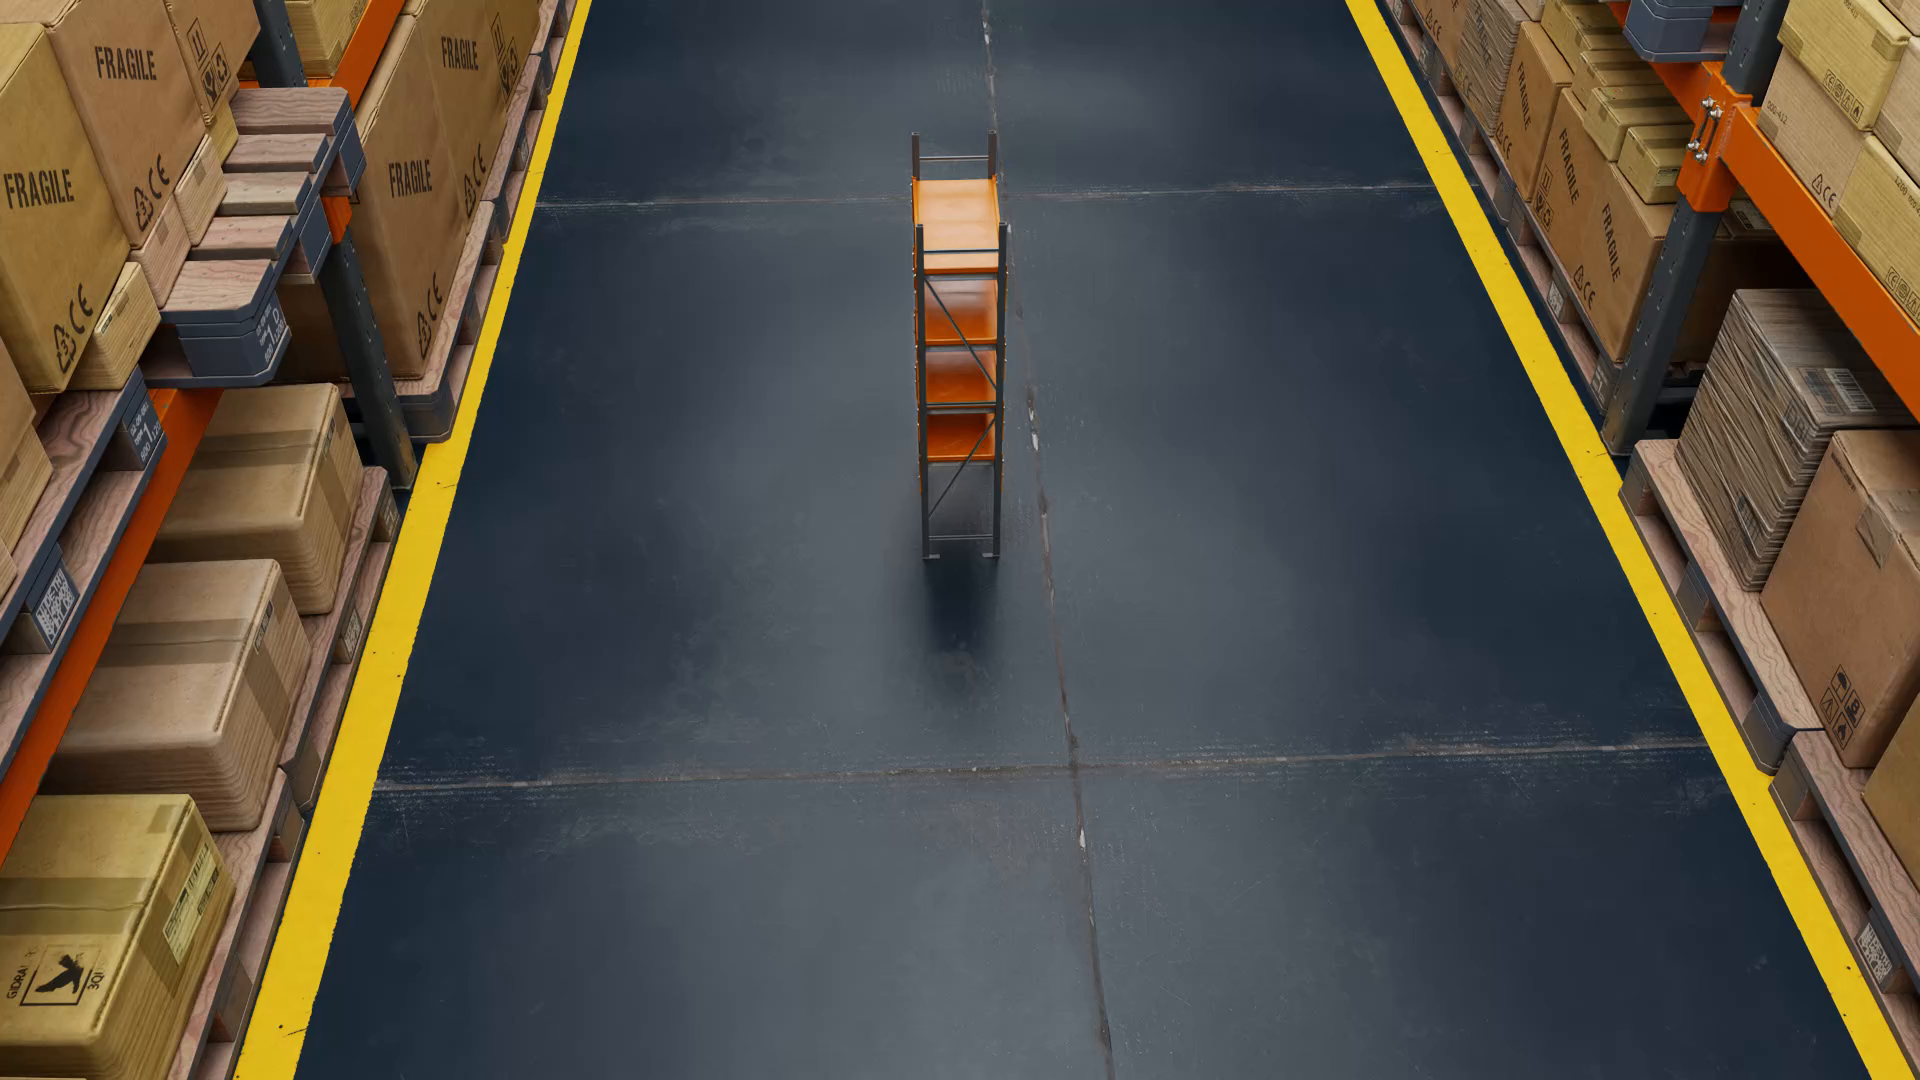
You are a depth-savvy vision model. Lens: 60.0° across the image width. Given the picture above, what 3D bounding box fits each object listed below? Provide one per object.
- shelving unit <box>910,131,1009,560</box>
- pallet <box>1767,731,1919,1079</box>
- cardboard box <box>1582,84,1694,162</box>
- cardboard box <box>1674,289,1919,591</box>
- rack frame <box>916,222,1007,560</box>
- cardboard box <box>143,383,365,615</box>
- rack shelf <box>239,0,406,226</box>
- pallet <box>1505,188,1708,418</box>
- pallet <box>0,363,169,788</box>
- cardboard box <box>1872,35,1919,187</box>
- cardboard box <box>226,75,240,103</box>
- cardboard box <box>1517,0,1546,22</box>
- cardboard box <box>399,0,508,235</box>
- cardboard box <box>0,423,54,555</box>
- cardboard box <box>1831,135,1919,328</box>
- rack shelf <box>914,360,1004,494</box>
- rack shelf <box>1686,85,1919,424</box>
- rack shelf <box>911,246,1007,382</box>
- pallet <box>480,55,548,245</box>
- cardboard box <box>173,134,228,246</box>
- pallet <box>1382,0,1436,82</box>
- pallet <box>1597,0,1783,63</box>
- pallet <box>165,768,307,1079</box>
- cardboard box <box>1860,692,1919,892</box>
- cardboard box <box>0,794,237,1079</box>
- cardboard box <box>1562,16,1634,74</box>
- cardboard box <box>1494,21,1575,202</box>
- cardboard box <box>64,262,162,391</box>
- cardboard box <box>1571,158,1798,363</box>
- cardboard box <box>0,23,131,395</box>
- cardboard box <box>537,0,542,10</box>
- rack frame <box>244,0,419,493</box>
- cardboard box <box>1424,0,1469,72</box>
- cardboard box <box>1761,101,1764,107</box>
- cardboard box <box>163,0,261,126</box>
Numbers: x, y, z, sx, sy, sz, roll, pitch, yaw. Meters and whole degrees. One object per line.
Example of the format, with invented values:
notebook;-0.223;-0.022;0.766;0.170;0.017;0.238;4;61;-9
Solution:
shelving unit;-0.007;-0.554;4.967;0.258;1.200;0.503;-2;43;-2
pallet;2.713;0.972;4.033;1.003;0.211;1.213;-2;43;-2
cardboard box;2.352;-1.416;5.635;0.380;0.149;0.250;-4;43;-4
cardboard box;2.681;-0.292;4.796;0.875;0.625;0.625;0;43;0
rack frame;0.003;-0.389;4.787;0.240;1.200;0.015;-2;43;-2
cardboard box;-2.277;-0.094;4.766;0.950;0.372;0.625;-4;43;-5
rack shelf;-2.376;-2.375;6.153;1.077;0.370;4.000;-2;43;-2
pallet;2.674;-0.912;6.088;1.003;0.211;1.213;-2;43;-2
pallet;-2.166;0.116;3.045;1.003;0.211;1.213;-2;43;-2
cardboard box;2.463;-0.919;3.774;0.500;0.250;0.500;0;43;0
cardboard box;-2.042;-1.137;4.146;0.380;0.149;0.250;0;43;0
cardboard box;2.366;-2.129;6.412;0.380;0.149;0.250;-4;43;-4
cardboard box;-2.271;-1.732;6.181;0.875;0.875;0.875;-1;43;-1
cardboard box;-1.897;-0.093;3.007;0.380;0.149;0.250;-3;43;-3
cardboard box;2.459;-0.733;3.941;0.500;0.250;0.500;-2;43;-3
rack shelf;-0.007;-0.358;5.146;0.258;0.148;0.480;-2;43;-2
rack shelf;2.753;0.181;3.365;1.077;0.370;4.000;-2;43;-2
rack shelf;-0.007;-0.669;4.861;0.258;0.148;0.480;-2;43;-2
pallet;-2.298;-1.618;6.859;1.003;0.211;1.213;-2;43;-2
cardboard box;-1.903;-0.789;3.767;0.380;0.149;0.250;-2;43;-2
pallet;2.571;-2.559;7.885;1.003;0.211;1.213;-2;43;-2
pallet;2.569;-1.819;5.157;1.213;0.211;1.003;-2;43;-2
pallet;-2.210;1.088;3.907;1.003;0.211;1.213;-2;43;-2
cardboard box;2.745;0.603;3.819;0.875;0.625;0.625;-3;43;-4
cardboard box;-2.211;0.916;3.665;0.950;0.372;0.625;0;43;0
cardboard box;2.419;-1.775;6.026;0.380;0.149;0.250;0;43;-1
cardboard box;2.400;-1.639;6.357;0.500;0.500;0.500;0;43;0
cardboard box;-1.874;-0.434;3.379;0.380;0.149;0.250;-1;43;-1
cardboard box;2.436;-0.947;5.602;0.500;0.500;0.500;-1;43;-1
cardboard box;-1.938;-0.603;3.082;0.500;0.500;0.500;-4;43;-5
cardboard box;-2.354;-2.945;7.505;0.875;0.875;0.875;0;43;0
rack frame;-2.291;-1.290;4.437;1.000;3.000;0.127;-2;43;-2
cardboard box;2.343;-2.339;7.121;0.500;0.500;0.500;-3;43;-3
cardboard box;2.973;-1.448;5.669;0.380;0.149;0.250;0;43;0
cardboard box;-1.994;-1.292;3.835;0.500;0.500;0.500;-3;43;-3
